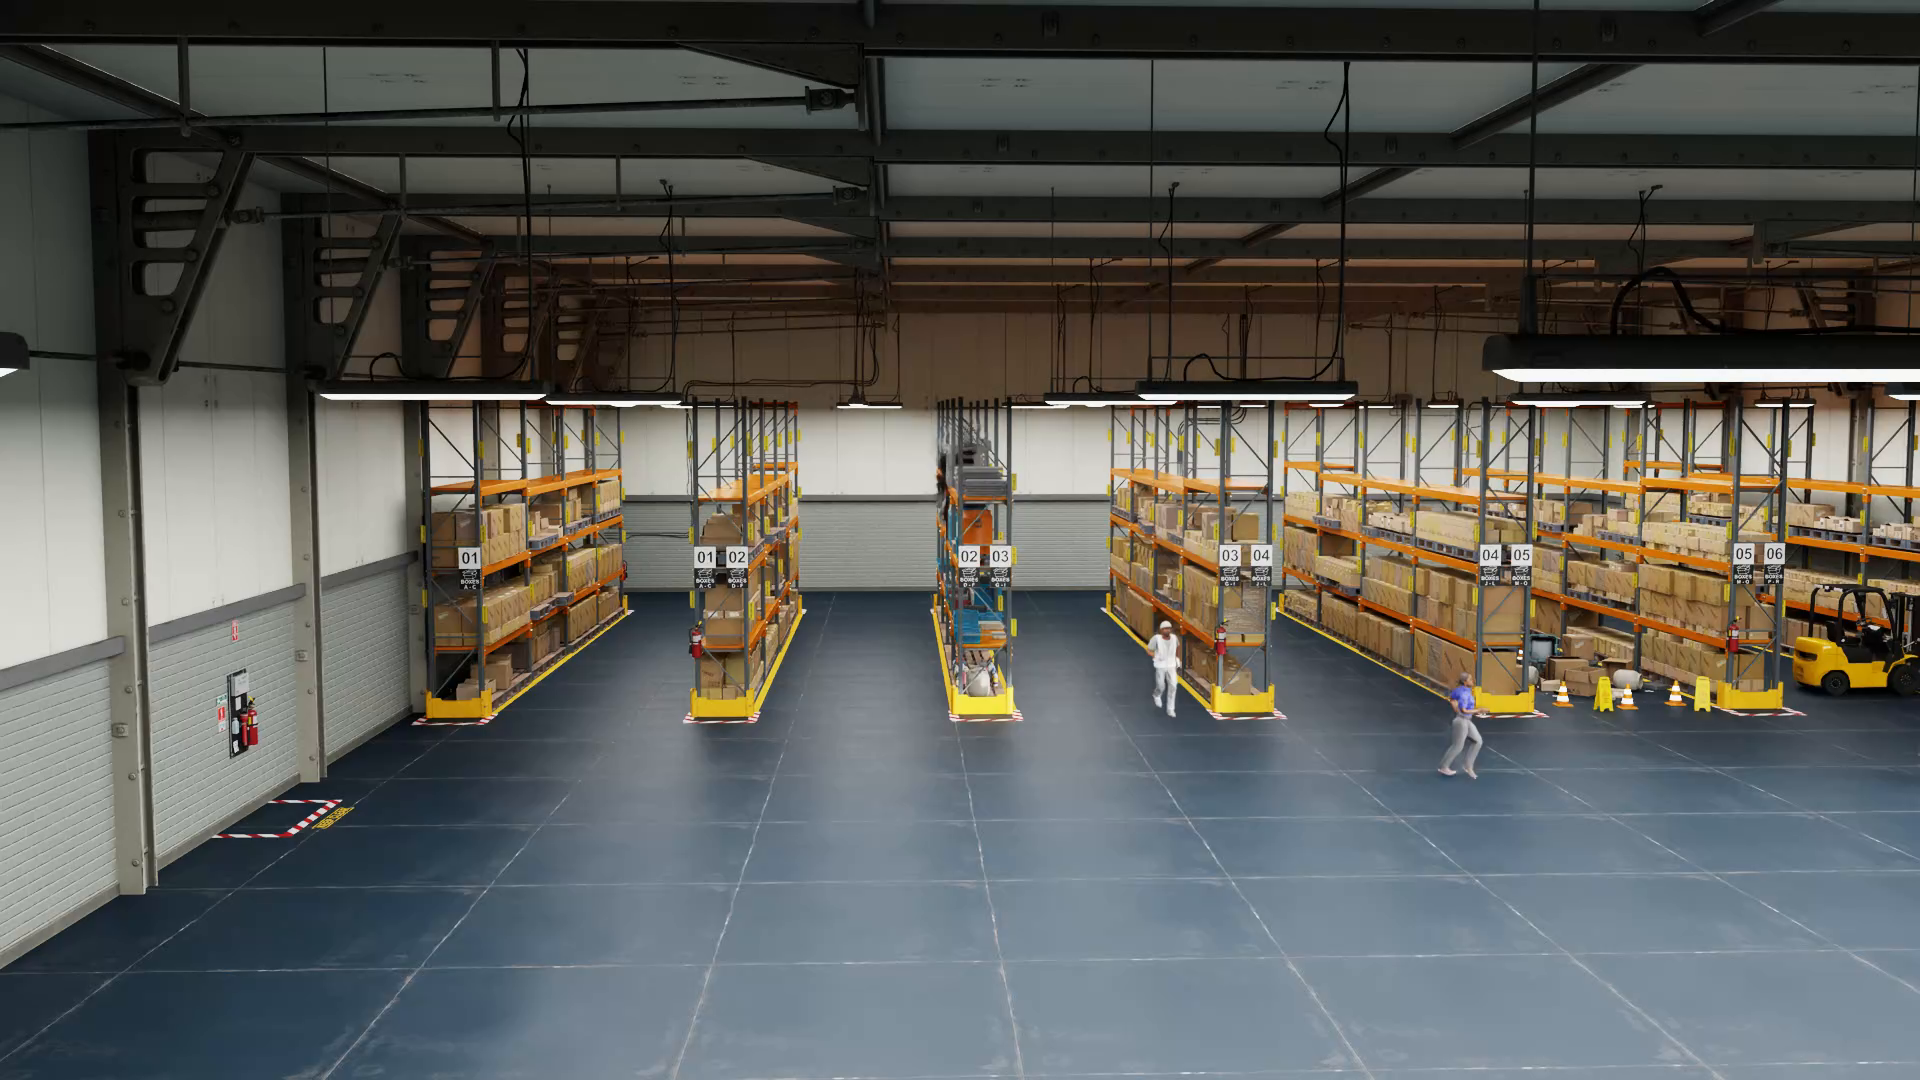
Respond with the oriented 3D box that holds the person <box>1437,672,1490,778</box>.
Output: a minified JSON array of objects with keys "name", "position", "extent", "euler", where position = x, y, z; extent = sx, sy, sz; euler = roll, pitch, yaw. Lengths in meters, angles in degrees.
[{"name":"person","position":[7.869,2.904,25.954],"extent":[0.765,1.695,0.523],"euler":[2,5,24]}]

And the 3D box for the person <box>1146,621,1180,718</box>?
[{"name":"person","position":[3.876,2.414,31.513],"extent":[0.720,1.783,0.893],"euler":[-1,4,-11]}]

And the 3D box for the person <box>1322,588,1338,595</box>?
[{"name":"person","position":[10.900,1.111,48.972],"extent":[0.755,1.761,0.581],"euler":[0,4,-1]}]
